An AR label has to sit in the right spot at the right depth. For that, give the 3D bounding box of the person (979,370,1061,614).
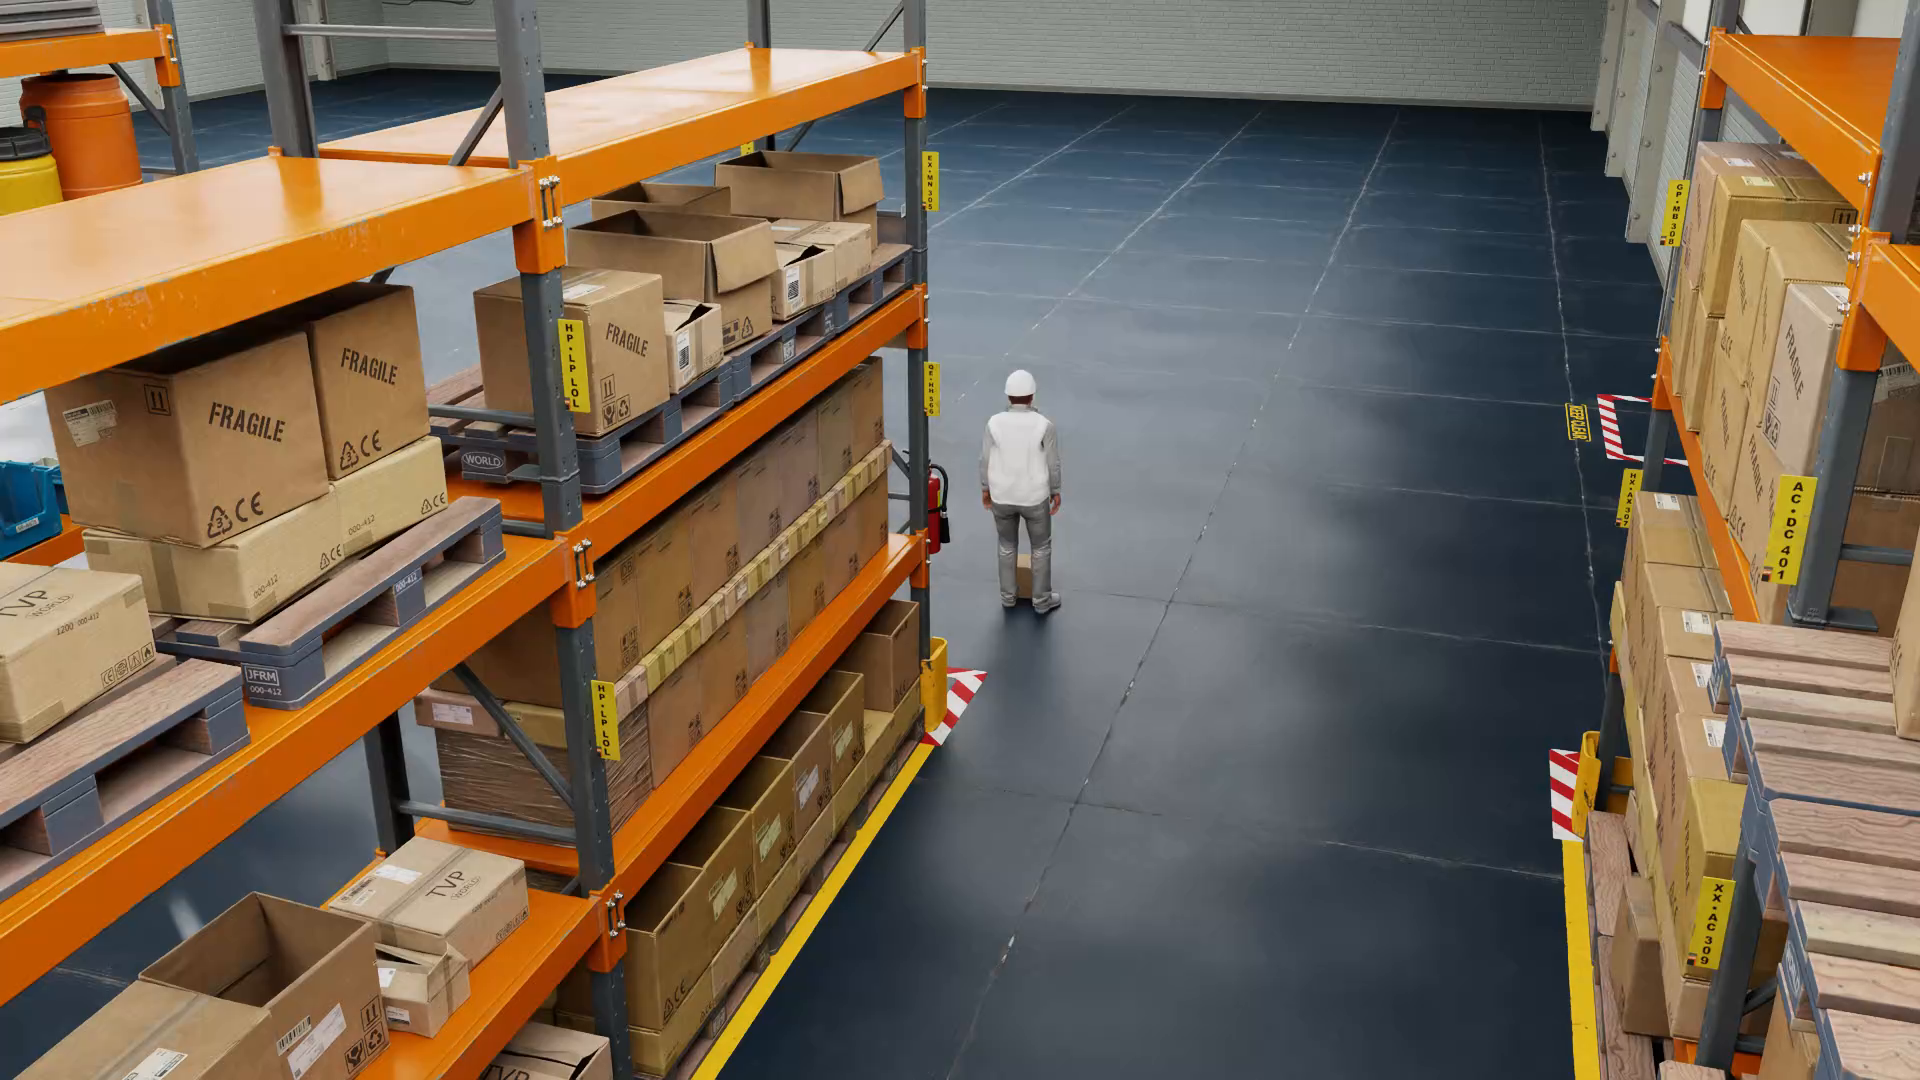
[{"bbox_3d":[0.437,-0.341,11.904,0.593,1.771,0.474,5,22,12],"label":"person"}]
